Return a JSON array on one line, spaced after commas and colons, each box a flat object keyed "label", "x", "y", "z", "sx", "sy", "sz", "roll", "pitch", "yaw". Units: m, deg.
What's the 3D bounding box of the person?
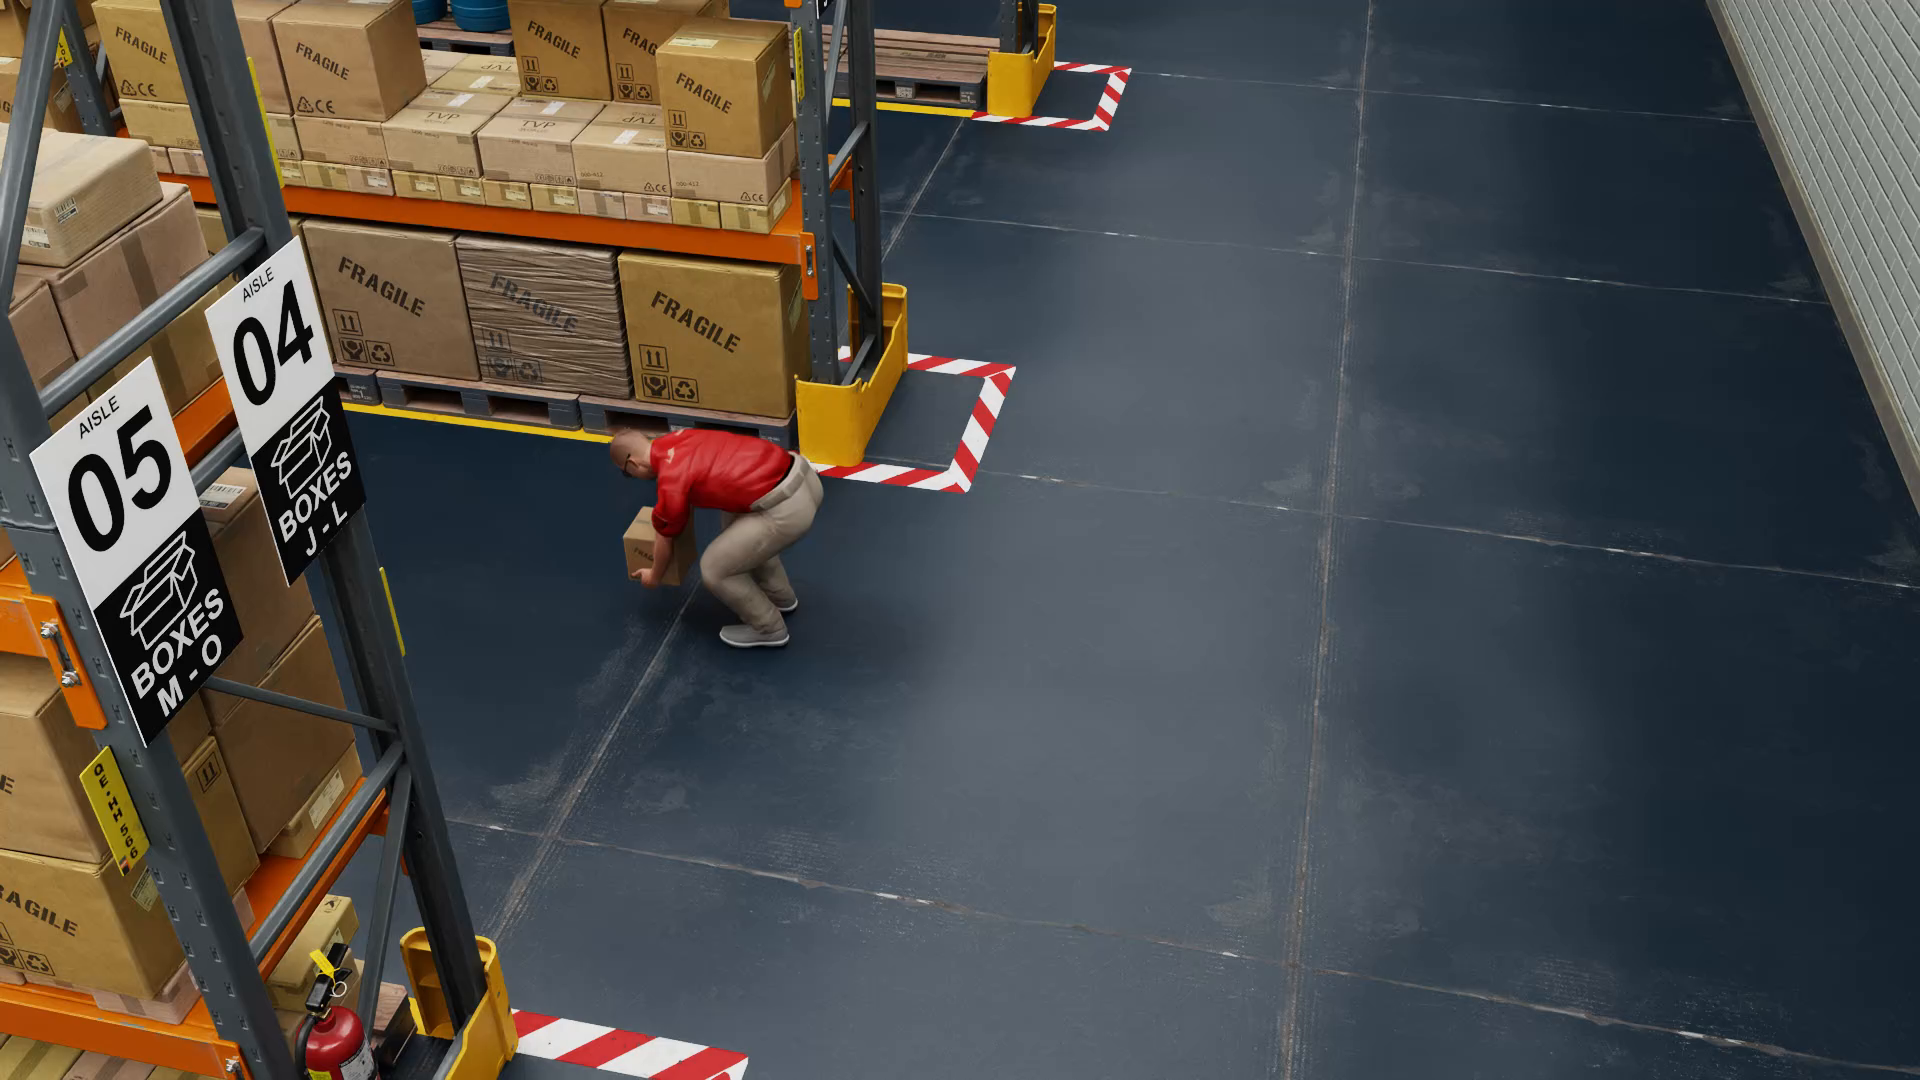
[{"label": "person", "x": -1.097, "y": -0.035, "z": 7.627, "sx": 0.943, "sy": 1.020, "sz": 0.531, "roll": 6, "pitch": 37, "yaw": 8}]
